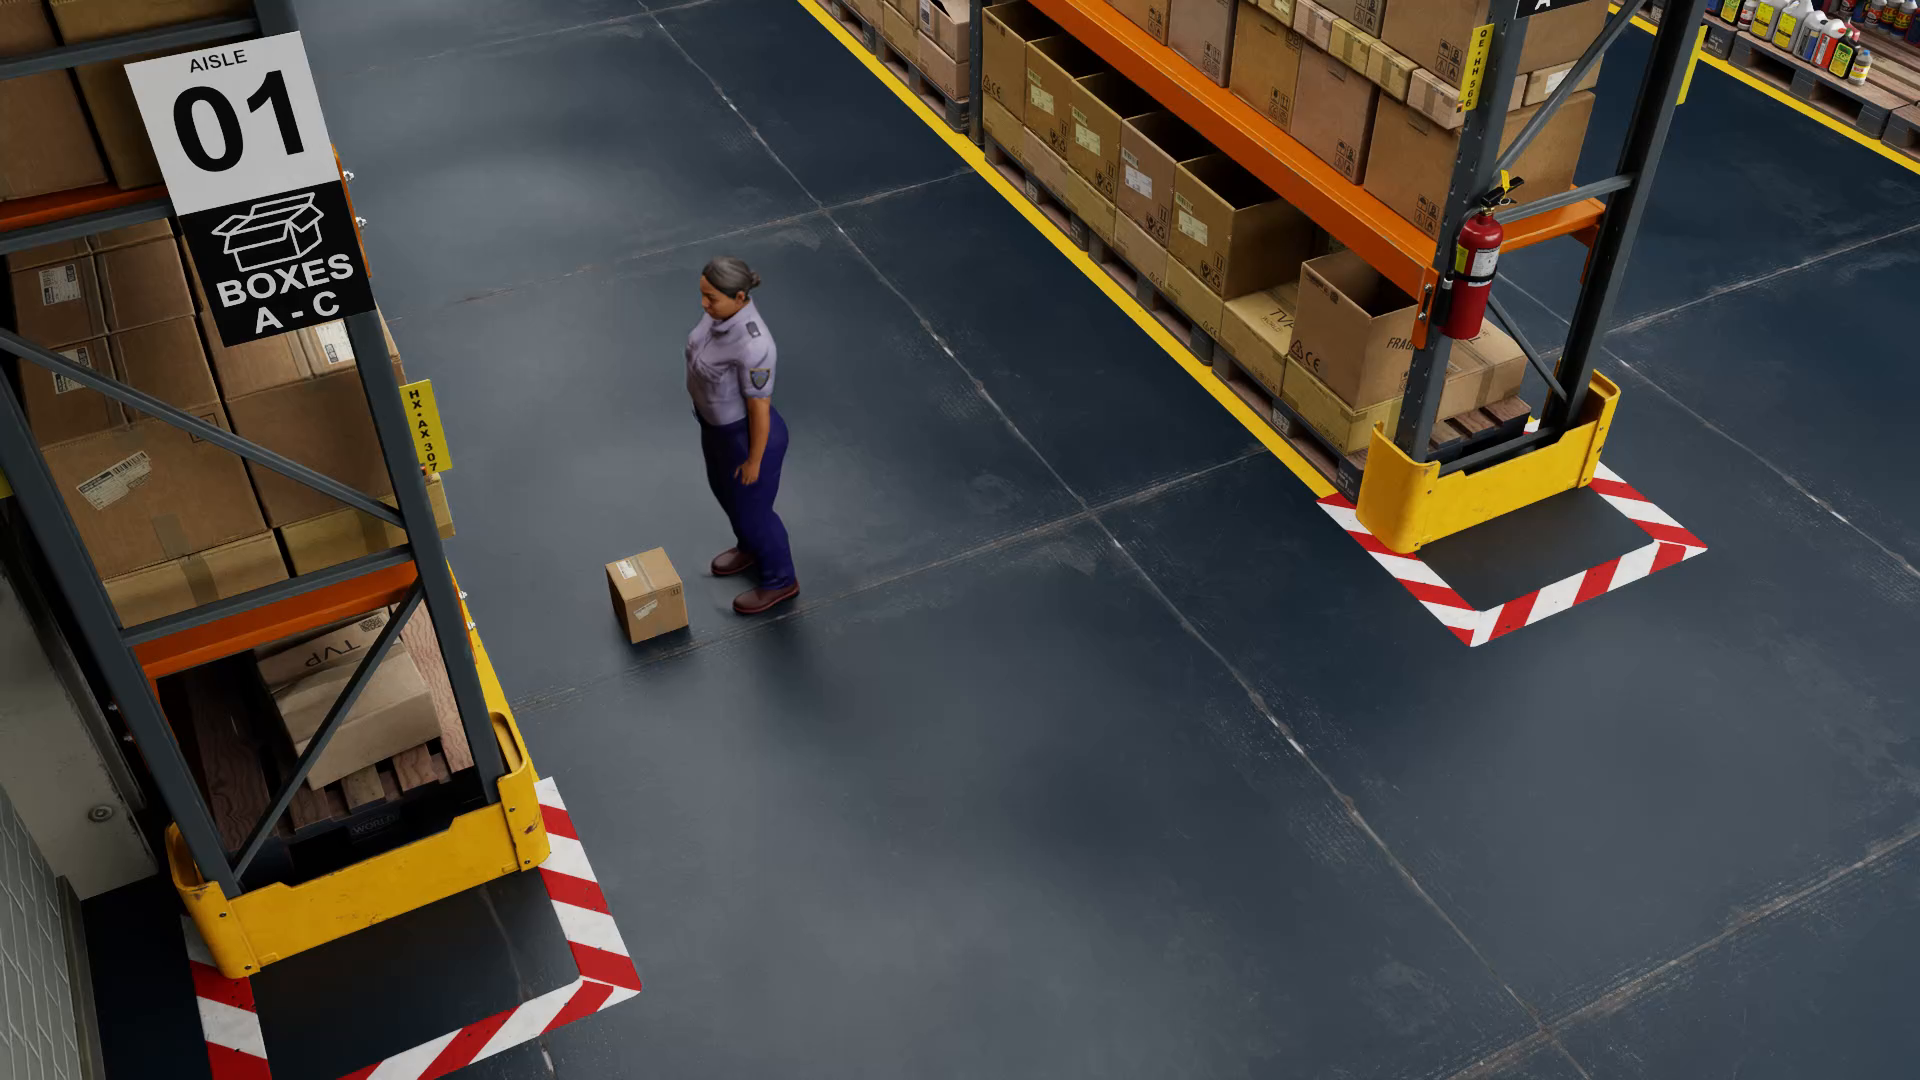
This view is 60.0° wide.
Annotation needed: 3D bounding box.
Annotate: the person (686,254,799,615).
[{"bbox_3d":[-0.878,-0.422,6.655,0.342,1.642,0.469,-18,45,-19],"label":"person"}]
